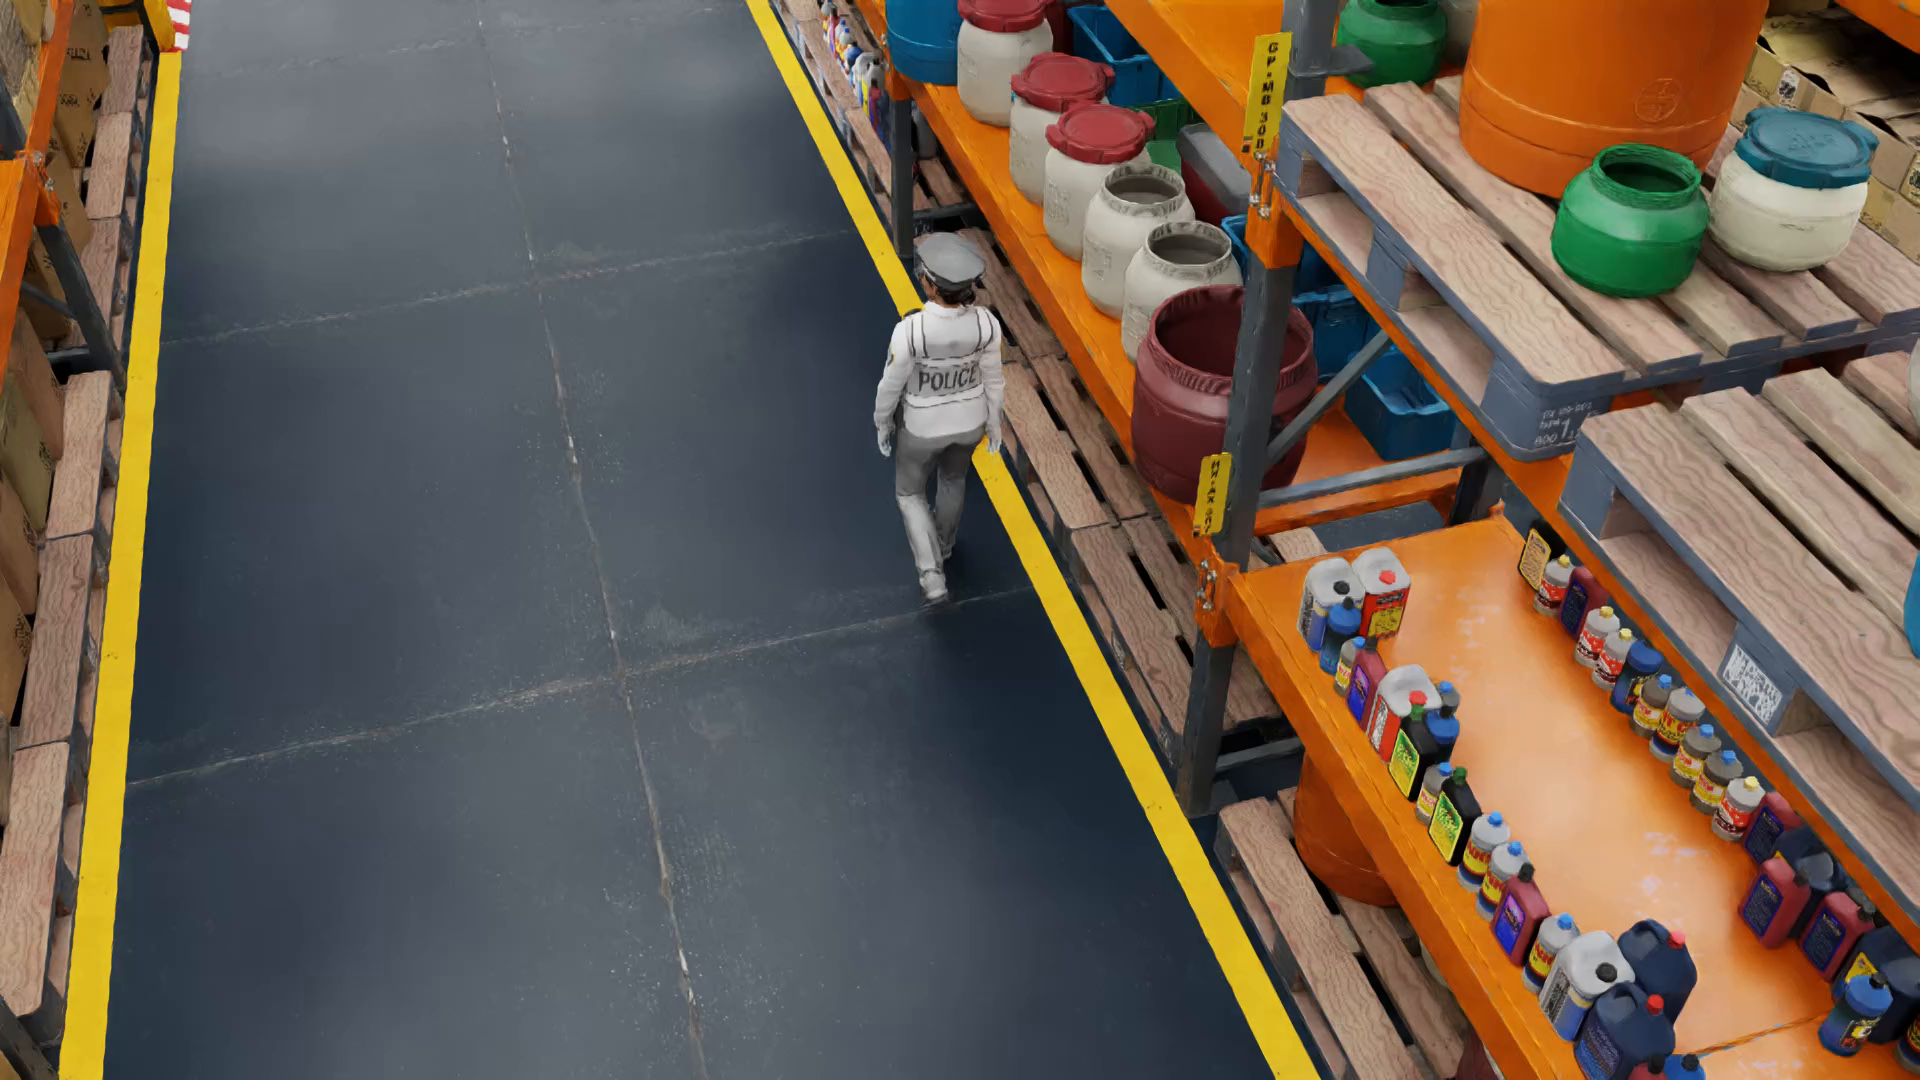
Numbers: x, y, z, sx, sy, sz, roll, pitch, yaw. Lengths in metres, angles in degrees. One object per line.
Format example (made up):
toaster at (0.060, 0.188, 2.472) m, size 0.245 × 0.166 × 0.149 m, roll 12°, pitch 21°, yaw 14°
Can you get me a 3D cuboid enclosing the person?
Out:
person at (-0.071, -0.450, 6.633) m, size 0.523 × 1.651 × 0.766 m, roll -10°, pitch 43°, yaw -11°
